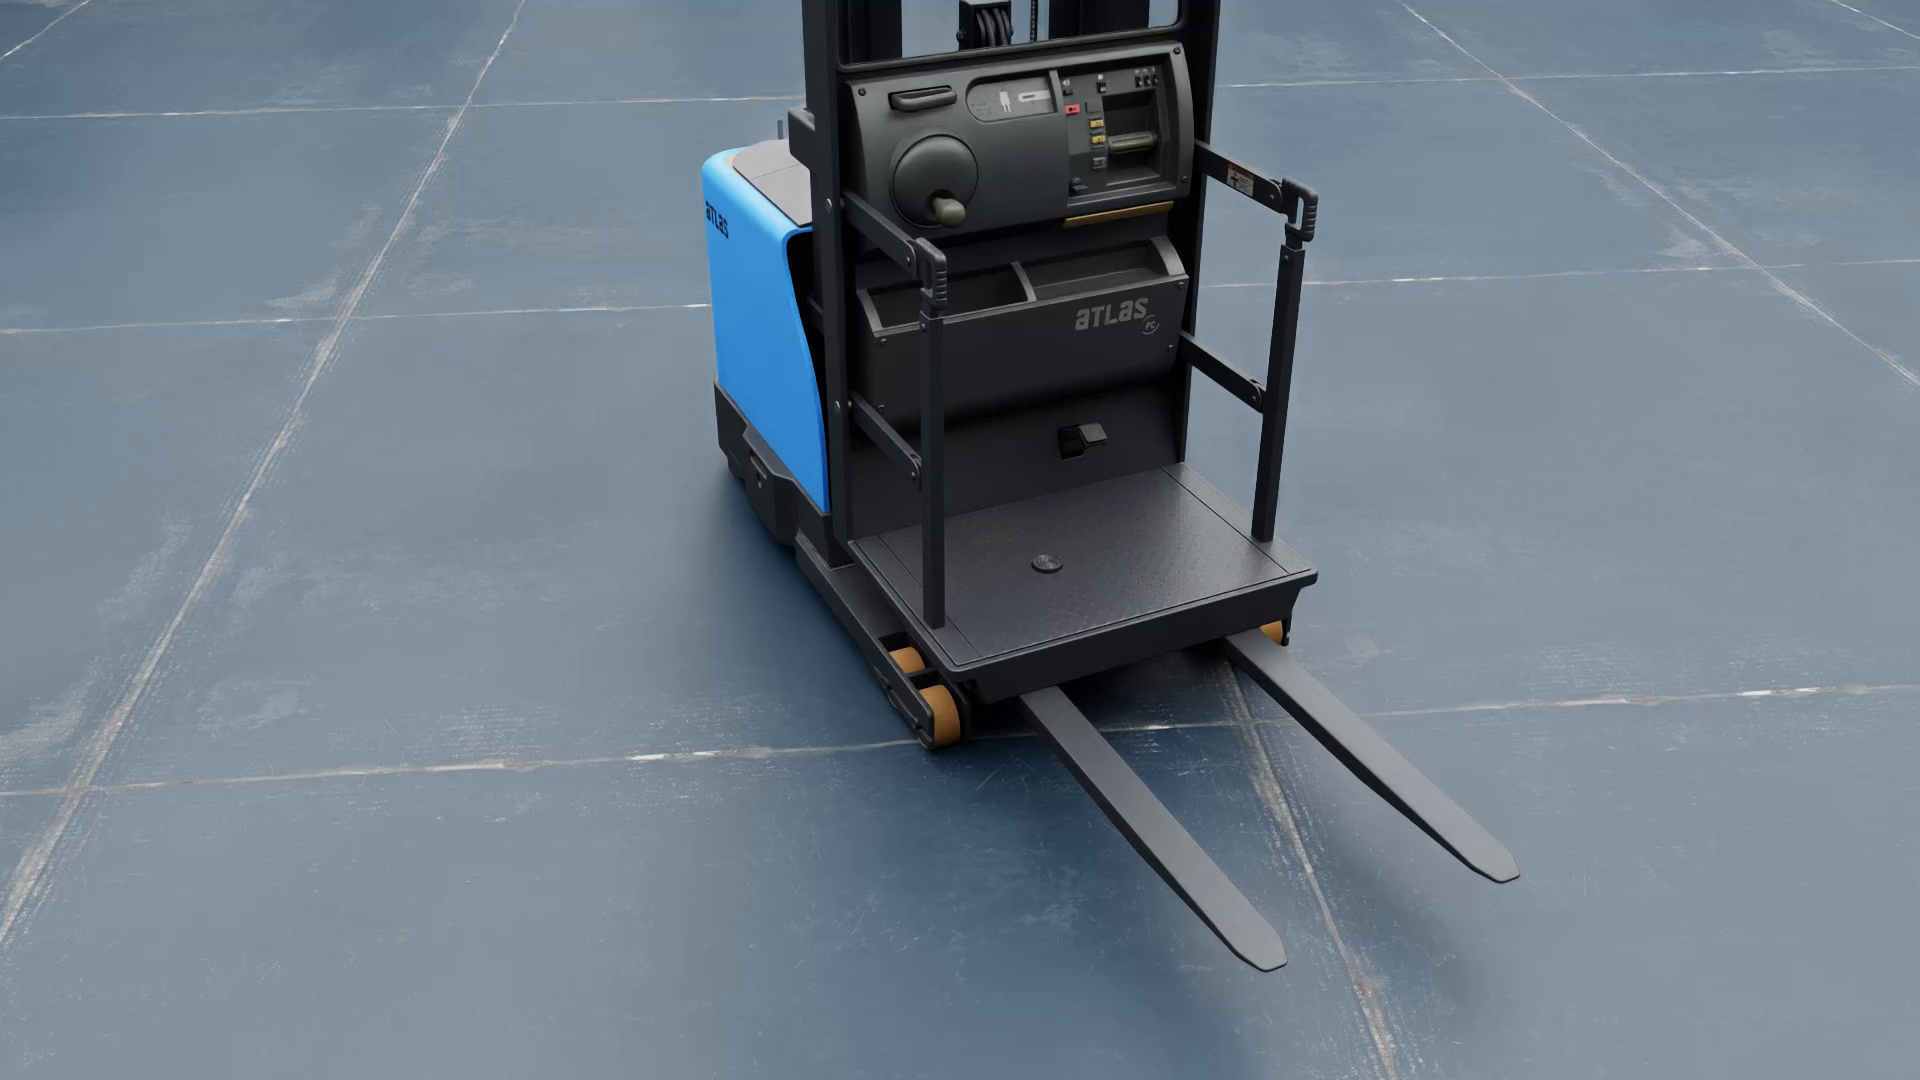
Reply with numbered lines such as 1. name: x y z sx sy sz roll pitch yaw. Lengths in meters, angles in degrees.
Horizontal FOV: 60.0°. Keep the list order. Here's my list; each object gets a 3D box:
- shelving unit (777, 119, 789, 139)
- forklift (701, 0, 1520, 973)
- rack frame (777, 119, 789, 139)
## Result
1. shelving unit: -0.467 -0.917 5.762 0.215 1.050 0.252 -14 33 -22
2. forklift: 0.267 -0.970 4.016 1.130 2.935 3.031 -14 33 -22
3. rack frame: -0.519 -0.974 5.857 0.200 1.050 0.008 -14 33 -22
